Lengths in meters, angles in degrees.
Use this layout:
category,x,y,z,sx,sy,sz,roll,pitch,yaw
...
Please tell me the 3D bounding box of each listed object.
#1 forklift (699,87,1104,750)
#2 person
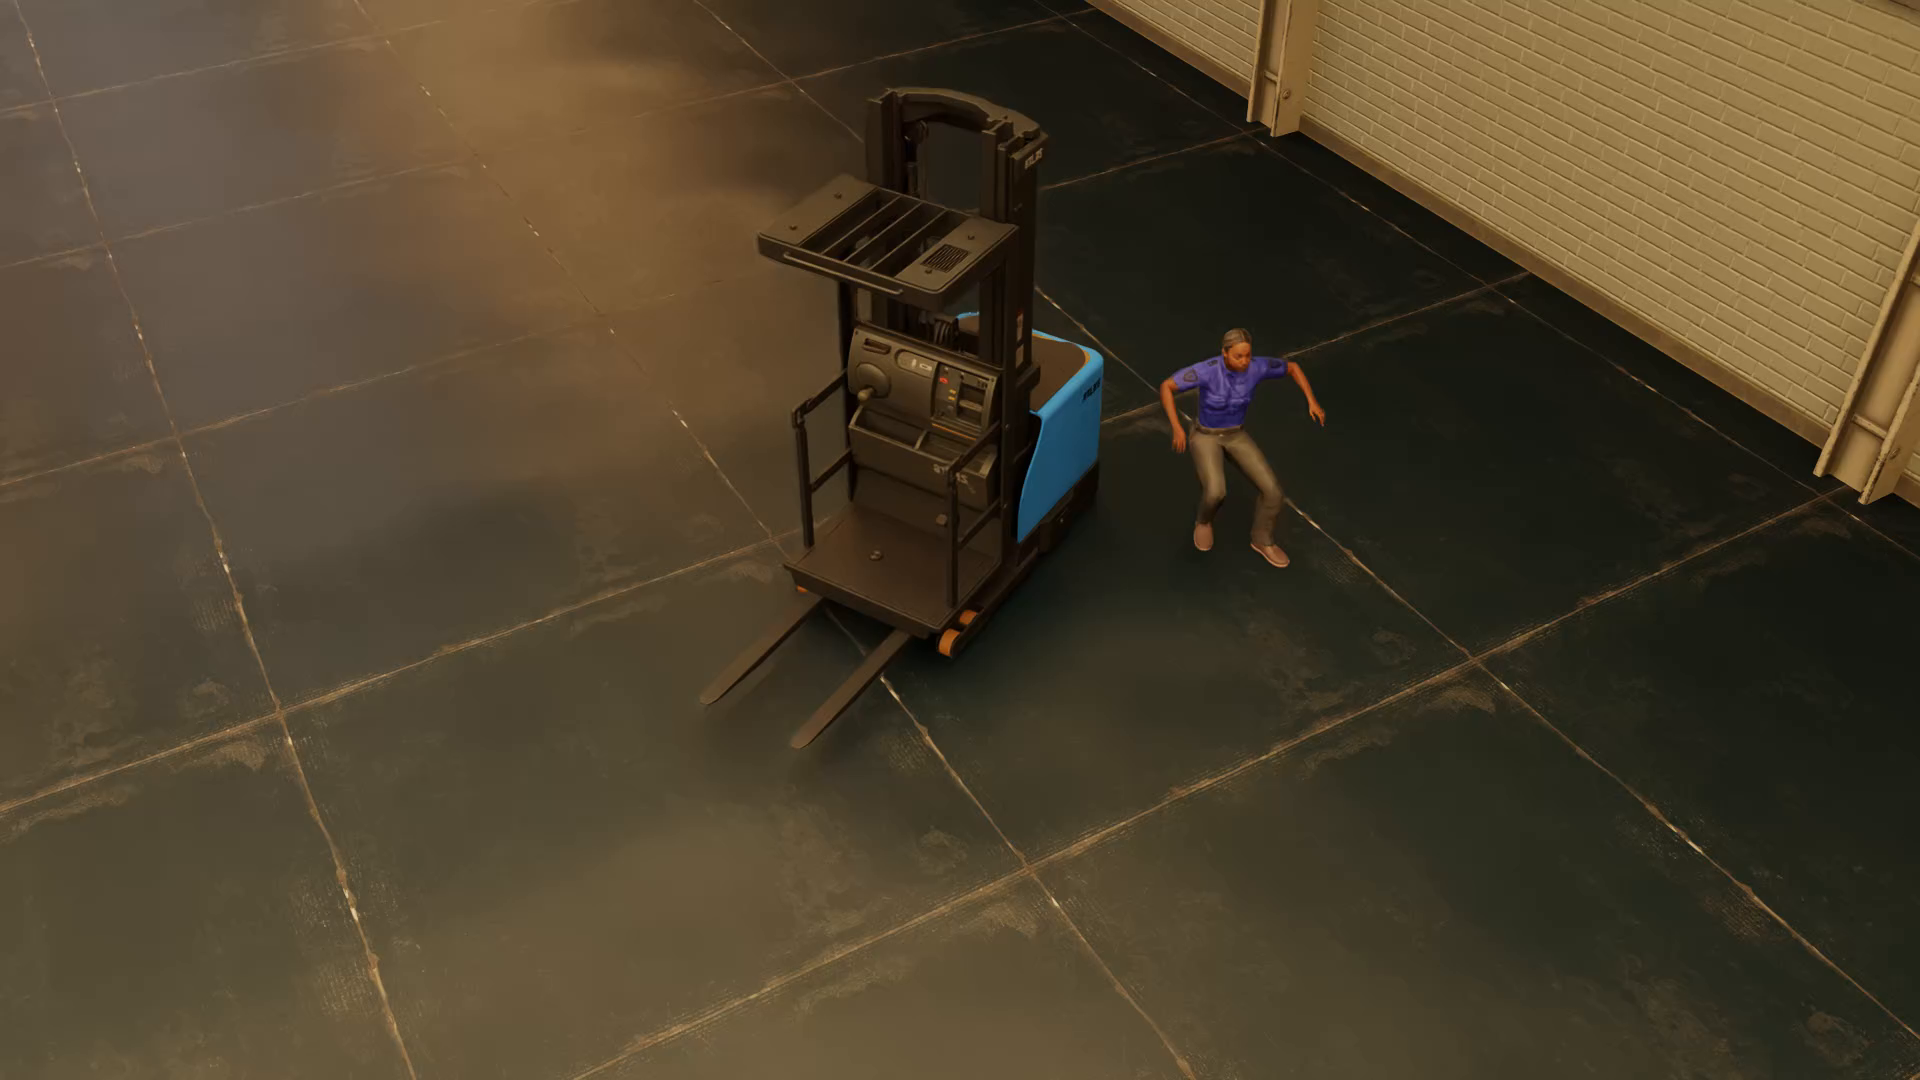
category,x,y,z,sx,sy,sz,roll,pitch,yaw
forklift,-0.323,-0.797,8.997,1.130,2.935,3.031,22,44,24
person,1.662,-0.540,9.848,0.985,1.442,0.658,-10,41,-12
